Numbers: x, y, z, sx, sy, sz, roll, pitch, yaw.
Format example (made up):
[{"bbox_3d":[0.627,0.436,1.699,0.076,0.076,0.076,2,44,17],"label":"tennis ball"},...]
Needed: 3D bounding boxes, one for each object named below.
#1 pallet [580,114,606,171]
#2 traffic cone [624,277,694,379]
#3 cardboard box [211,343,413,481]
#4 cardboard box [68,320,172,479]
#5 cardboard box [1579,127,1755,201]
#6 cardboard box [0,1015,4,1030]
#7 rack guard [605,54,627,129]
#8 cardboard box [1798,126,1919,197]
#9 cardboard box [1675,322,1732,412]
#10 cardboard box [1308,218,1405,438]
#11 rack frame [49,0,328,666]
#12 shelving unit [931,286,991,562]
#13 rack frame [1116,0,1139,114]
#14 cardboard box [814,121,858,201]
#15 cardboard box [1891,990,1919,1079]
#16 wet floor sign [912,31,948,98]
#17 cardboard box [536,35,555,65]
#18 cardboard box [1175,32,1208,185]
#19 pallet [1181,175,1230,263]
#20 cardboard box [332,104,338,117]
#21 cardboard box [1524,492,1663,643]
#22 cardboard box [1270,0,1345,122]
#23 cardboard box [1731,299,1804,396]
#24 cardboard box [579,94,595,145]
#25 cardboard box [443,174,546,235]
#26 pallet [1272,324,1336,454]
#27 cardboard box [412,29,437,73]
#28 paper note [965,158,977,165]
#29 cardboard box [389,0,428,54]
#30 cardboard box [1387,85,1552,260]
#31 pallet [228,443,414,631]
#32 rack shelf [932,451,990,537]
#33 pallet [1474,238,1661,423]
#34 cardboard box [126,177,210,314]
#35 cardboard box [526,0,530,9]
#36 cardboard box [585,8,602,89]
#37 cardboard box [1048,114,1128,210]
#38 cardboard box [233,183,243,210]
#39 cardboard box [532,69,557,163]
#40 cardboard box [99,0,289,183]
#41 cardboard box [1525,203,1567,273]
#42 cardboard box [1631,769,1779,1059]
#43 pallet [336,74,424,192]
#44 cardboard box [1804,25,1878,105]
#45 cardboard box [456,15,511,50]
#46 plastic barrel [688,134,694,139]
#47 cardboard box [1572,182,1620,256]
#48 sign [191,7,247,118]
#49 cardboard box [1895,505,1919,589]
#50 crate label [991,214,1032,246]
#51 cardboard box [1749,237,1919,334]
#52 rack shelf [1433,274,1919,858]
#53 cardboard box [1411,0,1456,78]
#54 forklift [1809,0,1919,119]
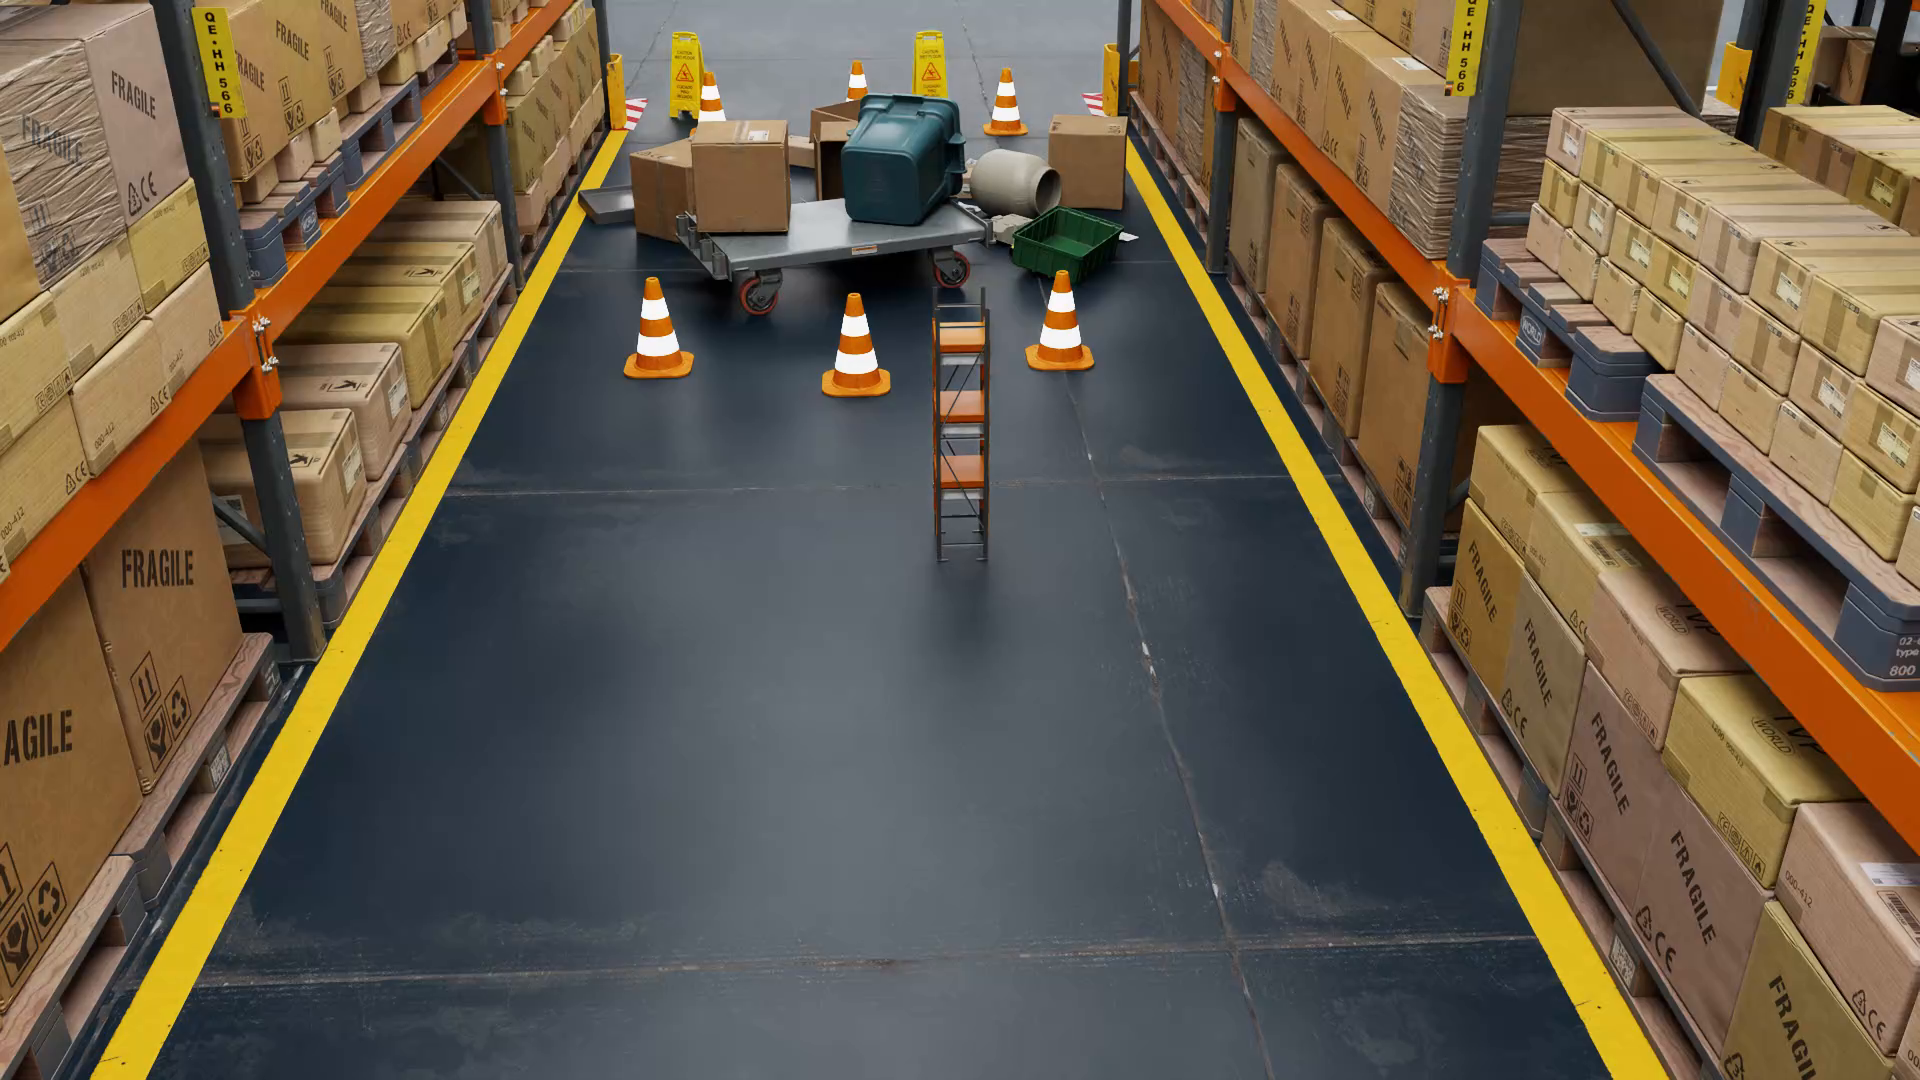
[{"bbox_3d":[-3.188,-2.952,12.181,1.003,0.211,1.213,-1,28,-3],"label":"pallet"},{"bbox_3d":[-1.527,-1.088,8.336,0.336,0.463,0.334,-1,28,-3],"label":"traffic cone"},{"bbox_3d":[-2.847,-0.527,6.905,0.950,0.372,0.625,-2,28,-4],"label":"cardboard box"},{"bbox_3d":[-2.453,-0.375,4.388,0.500,0.250,0.500,-1,28,-2],"label":"cardboard box"},{"bbox_3d":[2.004,-1.067,4.727,0.380,0.149,0.250,-2,28,-4],"label":"cardboard box"},{"bbox_3d":[-2.739,0.997,3.438,0.875,0.875,0.875,-1,28,-1],"label":"cardboard box"},{"bbox_3d":[-3.195,-3.456,12.835,1.175,0.500,0.348,-1,28,-3],"label":"rack guard"},{"bbox_3d":[2.651,-1.078,4.748,0.380,0.149,0.250,-2,28,-3],"label":"cardboard box"},{"bbox_3d":[2.039,-0.438,4.164,0.380,0.149,0.250,-1,28,-1],"label":"cardboard box"},{"bbox_3d":[2.166,-0.947,7.300,1.050,0.750,0.750,-1,28,-2],"label":"cardboard box"},{"bbox_3d":[-2.781,-0.905,5.241,1.000,3.000,0.127,-1,28,-3],"label":"rack frame"},{"bbox_3d":[0.003,-0.441,6.460,0.215,1.050,0.252,-1,28,-3],"label":"shelving unit"},{"bbox_3d":[1.739,-4.765,12.643,1.000,3.000,0.127,-1,28,-3],"label":"rack frame"},{"bbox_3d":[-0.522,-2.371,10.605,0.797,0.637,0.503,-1,28,-3],"label":"cardboard box"},{"bbox_3d":[2.074,1.028,2.973,0.500,0.250,0.500,-2,28,-4],"label":"cardboard box"},{"bbox_3d":[-0.240,-3.687,13.121,0.267,0.644,0.232,-6,28,-11],"label":"wet floor sign"},{"bbox_3d":[-2.743,-3.039,10.340,0.380,0.149,0.250,0,28,0],"label":"cardboard box"},{"bbox_3d":[1.934,-2.871,10.854,0.875,0.875,0.875,-1,28,-2],"label":"cardboard box"},{"bbox_3d":[1.986,-2.035,10.423,1.003,0.211,1.213,-1,28,-3],"label":"pallet"},{"bbox_3d":[-2.646,-1.630,6.449,0.380,0.149,0.250,0,28,0],"label":"cardboard box"},{"bbox_3d":[1.978,0.077,4.796,0.500,0.250,0.500,-2,28,-3],"label":"cardboard box"},{"bbox_3d":[1.757,-2.249,7.710,0.500,0.500,0.500,-2,28,-3],"label":"cardboard box"},{"bbox_3d":[2.050,-0.455,3.874,0.380,0.149,0.250,-2,28,-3],"label":"cardboard box"},{"bbox_3d":[-2.869,-2.960,11.701,0.500,0.250,0.500,-1,28,-2],"label":"cardboard box"},{"bbox_3d":[-2.751,-1.998,9.856,0.500,0.250,0.500,-3,28,-5],"label":"cardboard box"},{"bbox_3d":[2.130,-0.762,7.984,1.003,0.211,1.213,-1,28,-3],"label":"pallet"},{"bbox_3d":[-2.625,-2.238,7.615,0.380,0.149,0.250,-1,28,-2],"label":"cardboard box"},{"bbox_3d":[0.123,-2.702,11.900,0.144,0.017,0.142,8,29,15],"label":"paper note"},{"bbox_3d":[-2.689,-2.439,7.299,0.500,0.500,0.500,0,28,-1],"label":"cardboard box"},{"bbox_3d":[1.865,-1.317,5.923,0.500,0.500,0.500,-1,28,-3],"label":"cardboard box"},{"bbox_3d":[-2.820,-0.029,6.578,1.003,0.211,1.213,-1,28,-3],"label":"pallet"},{"bbox_3d":[0.003,-0.185,6.593,0.215,0.259,0.240,-1,28,-3],"label":"rack shelf"},{"bbox_3d":[2.301,-0.659,4.978,1.213,0.211,1.003,-1,28,-3],"label":"pallet"},{"bbox_3d":[-2.502,-0.842,4.743,0.500,0.250,0.500,-1,28,-3],"label":"cardboard box"},{"bbox_3d":[-2.819,-3.269,10.045,0.380,0.149,0.250,-2,28,-3],"label":"cardboard box"},{"bbox_3d":[-2.897,-3.535,11.992,0.500,0.500,0.500,-1,28,-2],"label":"cardboard box"},{"bbox_3d":[0.842,-2.503,11.006,0.500,0.500,0.500,3,28,6],"label":"cardboard box"},{"bbox_3d":[-2.612,-1.134,5.498,0.380,0.149,0.250,-3,28,-6],"label":"cardboard box"},{"bbox_3d":[-2.791,-2.577,10.156,0.500,0.500,0.500,0,28,-1],"label":"cardboard box"},{"bbox_3d":[-2.573,-1.480,5.461,0.500,0.500,0.500,-2,28,-4],"label":"cardboard box"},{"bbox_3d":[1.979,-0.934,5.115,0.380,0.149,0.250,-2,28,-3],"label":"cardboard box"},{"bbox_3d":[2.027,0.889,4.051,0.500,0.500,0.500,-2,28,-4],"label":"cardboard box"},{"bbox_3d":[-2.925,-1.733,7.036,1.003,0.211,1.213,-1,28,-3],"label":"pallet"},{"bbox_3d":[6.714,-3.628,12.710,0.500,0.500,0.500,4,28,7],"label":"cardboard box"},{"bbox_3d":[-2.686,-2.794,9.135,0.380,0.149,0.250,-2,28,-3],"label":"cardboard box"},{"bbox_3d":[-1.579,-2.540,11.161,0.512,0.421,0.421,19,33,32],"label":"plastic barrel"},{"bbox_3d":[1.998,-0.924,4.774,0.380,0.149,0.250,0,28,0],"label":"cardboard box"},{"bbox_3d":[-2.227,-1.433,5.002,0.100,0.325,0.005,-1,28,-3],"label":"sign"},{"bbox_3d":[2.089,0.044,3.240,0.380,0.149,0.250,-3,28,-5],"label":"cardboard box"},{"bbox_3d":[0.313,-1.919,10.281,0.298,0.136,0.250,-23,35,-37],"label":"crate label"},{"bbox_3d":[2.058,-0.584,3.801,0.380,0.149,0.250,-1,28,-1],"label":"cardboard box"},{"bbox_3d":[2.261,0.172,3.955,1.077,0.370,4.000,-1,28,-3],"label":"rack shelf"},{"bbox_3d":[2.116,-2.000,6.151,0.700,0.500,0.500,-2,28,-3],"label":"cardboard box"},{"bbox_3d":[4.647,-2.158,7.718,1.130,2.935,3.031,0,28,1],"label":"forklift"}]
